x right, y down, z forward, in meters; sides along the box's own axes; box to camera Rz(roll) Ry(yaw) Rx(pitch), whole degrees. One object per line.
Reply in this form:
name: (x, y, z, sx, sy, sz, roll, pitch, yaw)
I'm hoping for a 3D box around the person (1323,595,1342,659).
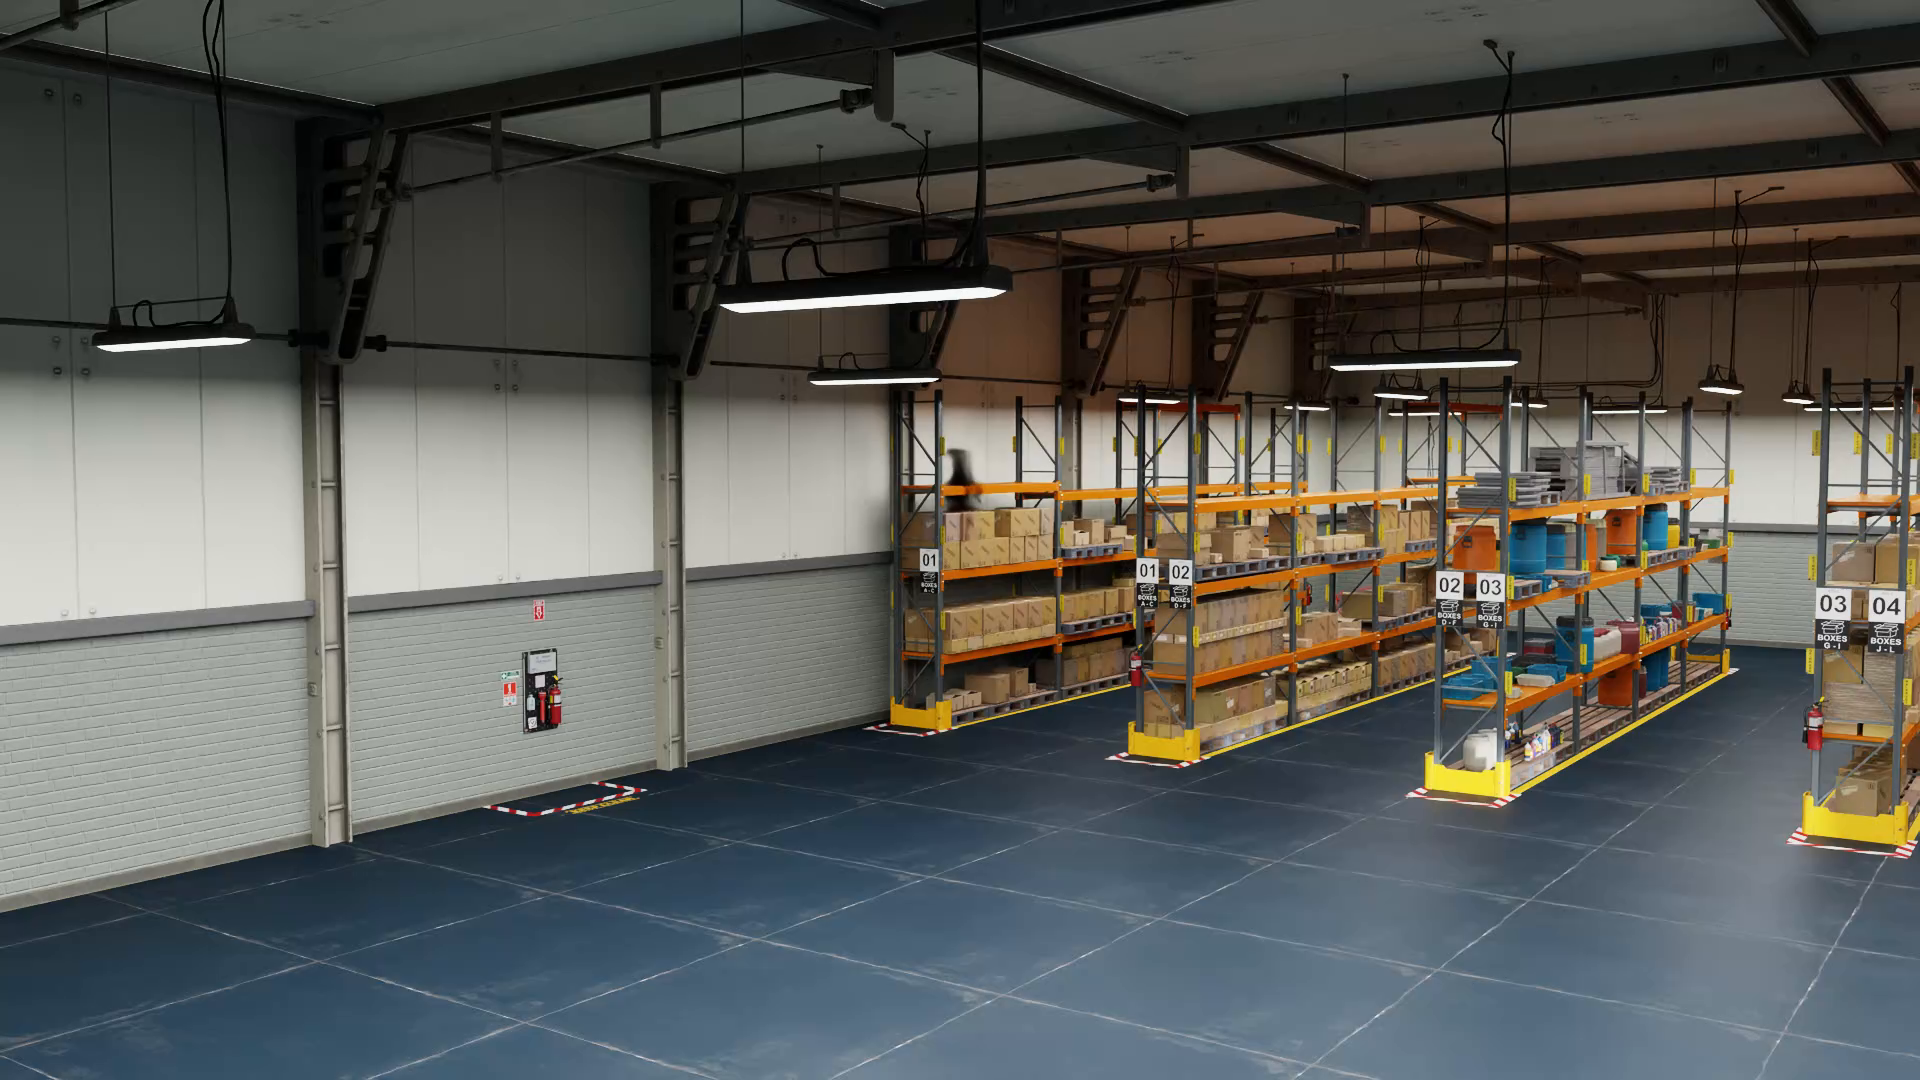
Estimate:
person: (8.138, 2.082, 36.355, 0.647, 1.743, 0.601, 2, 4, 33)
